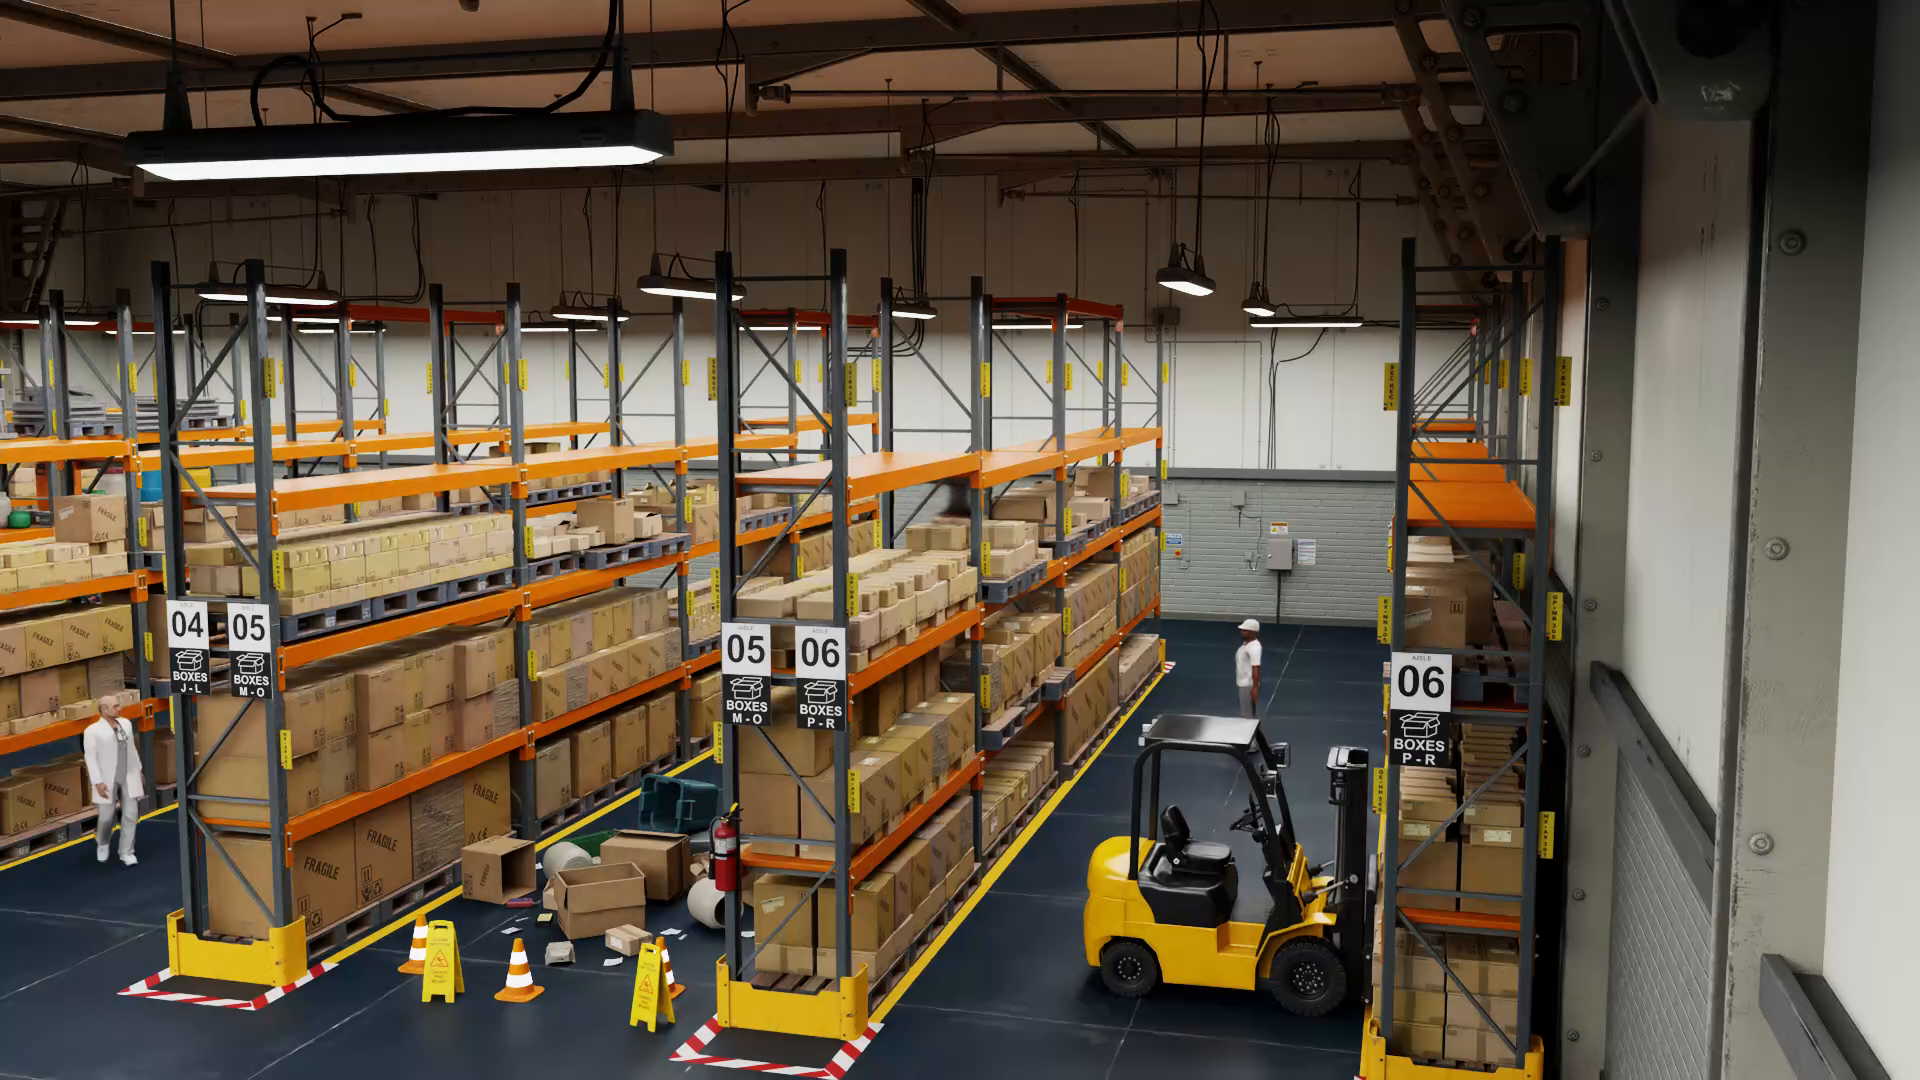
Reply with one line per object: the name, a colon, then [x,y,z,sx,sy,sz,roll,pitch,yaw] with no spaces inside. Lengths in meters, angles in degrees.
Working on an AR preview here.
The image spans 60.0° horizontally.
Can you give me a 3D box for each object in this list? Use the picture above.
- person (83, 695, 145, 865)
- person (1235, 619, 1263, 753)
person: [-8.778,2.485,17.282,0.673,1.779,0.610,6,8,42]
person: [3.850,1.937,22.202,0.368,1.768,0.650,1,6,13]
